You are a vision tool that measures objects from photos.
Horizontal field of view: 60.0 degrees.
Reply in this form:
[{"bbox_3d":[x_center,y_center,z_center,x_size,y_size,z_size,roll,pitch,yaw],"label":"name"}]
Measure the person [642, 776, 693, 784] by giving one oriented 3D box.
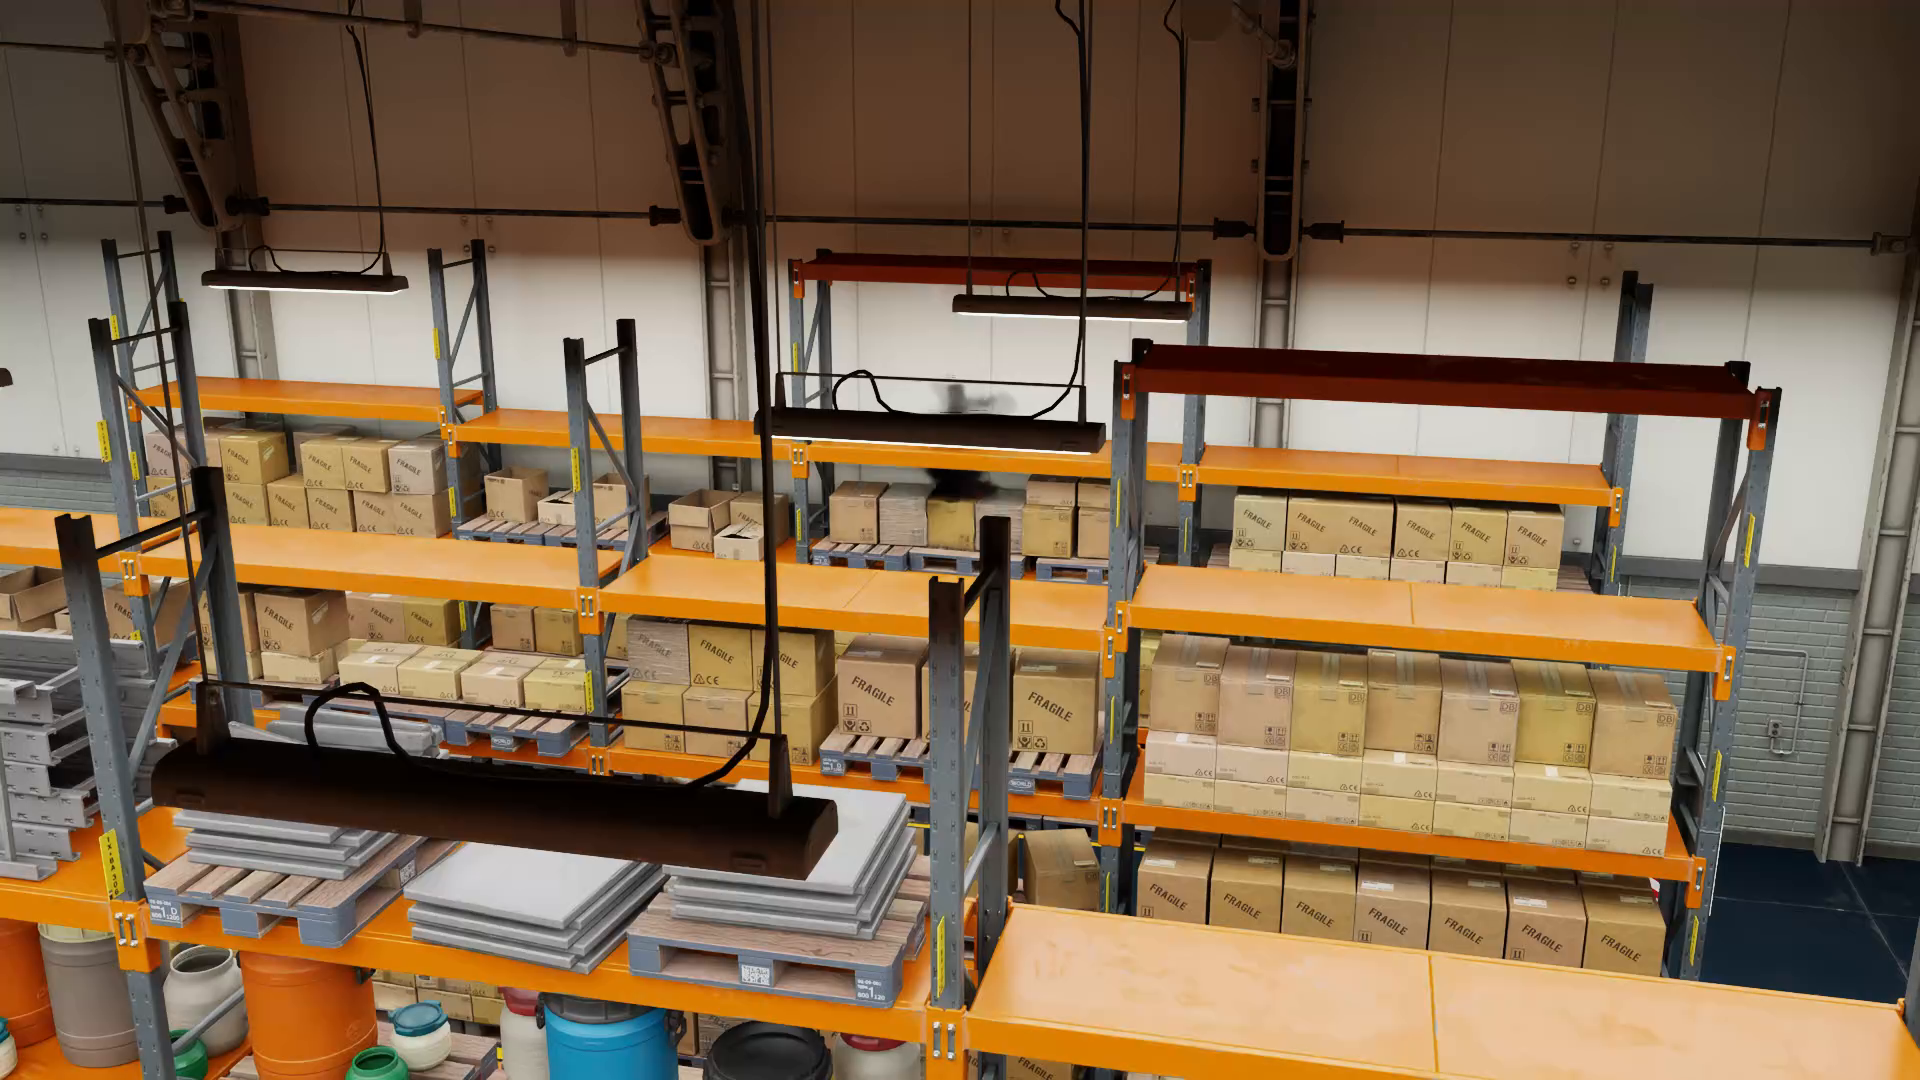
[{"bbox_3d":[-2.670,2.694,15.978,0.828,1.716,0.628,3,17,11],"label":"person"}]
